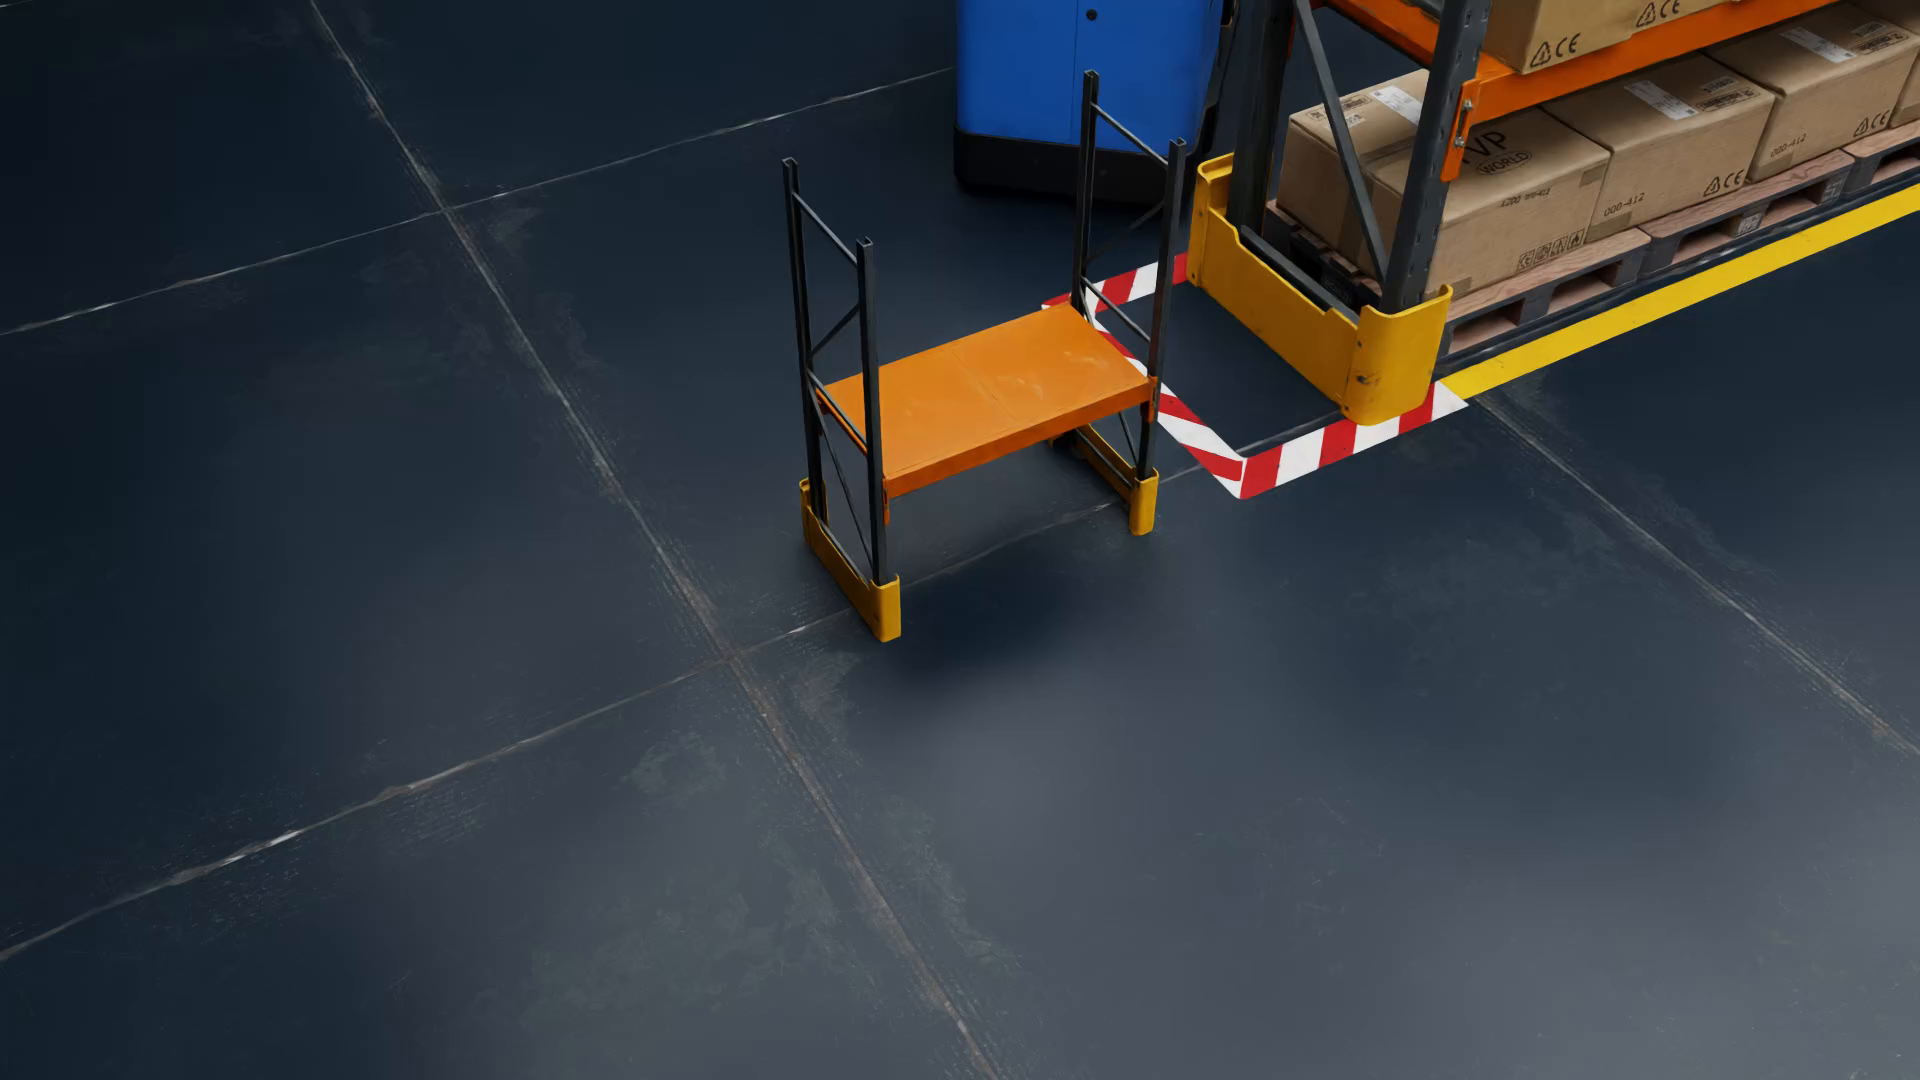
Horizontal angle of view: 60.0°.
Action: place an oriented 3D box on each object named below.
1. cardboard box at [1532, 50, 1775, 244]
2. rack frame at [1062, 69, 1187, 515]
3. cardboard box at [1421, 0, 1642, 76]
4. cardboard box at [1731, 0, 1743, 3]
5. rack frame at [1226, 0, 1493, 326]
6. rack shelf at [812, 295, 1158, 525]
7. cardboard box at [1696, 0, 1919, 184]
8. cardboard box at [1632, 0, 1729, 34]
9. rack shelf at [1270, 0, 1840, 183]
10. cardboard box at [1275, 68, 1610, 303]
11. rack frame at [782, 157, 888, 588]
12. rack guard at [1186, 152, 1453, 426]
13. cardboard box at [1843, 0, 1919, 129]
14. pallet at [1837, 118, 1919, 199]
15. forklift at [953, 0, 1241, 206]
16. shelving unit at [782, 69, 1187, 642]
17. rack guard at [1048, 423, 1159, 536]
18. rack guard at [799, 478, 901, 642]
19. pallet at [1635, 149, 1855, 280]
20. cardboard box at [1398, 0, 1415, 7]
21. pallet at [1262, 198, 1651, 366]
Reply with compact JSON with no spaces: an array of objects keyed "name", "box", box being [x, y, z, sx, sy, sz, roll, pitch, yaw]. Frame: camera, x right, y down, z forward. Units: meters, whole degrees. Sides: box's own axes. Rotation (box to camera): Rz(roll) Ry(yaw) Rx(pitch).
[{"name":"cardboard box","box":[2.682,-1.747,6.934,0.875,0.438,0.875,-21,48,-20]},{"name":"rack frame","box":[0.515,-0.744,5.440,0.032,1.500,0.500,-22,48,-21]},{"name":"cardboard box","box":[1.929,-1.933,5.516,0.500,0.500,0.500,-22,48,-21]},{"name":"cardboard box","box":[2.804,-2.290,5.884,0.500,0.500,0.500,-22,48,-21]},{"name":"rack frame","box":[1.370,-1.903,5.558,0.127,3.000,1.000,-22,48,-21]},{"name":"rack shelf","box":[0.074,-0.439,5.383,1.000,0.185,0.538,-22,48,-21]},{"name":"cardboard box","box":[3.464,-2.059,7.255,0.875,0.438,0.875,-23,49,-22]},{"name":"cardboard box","box":[2.354,-2.125,5.714,0.500,0.500,0.500,-22,48,-21]},{"name":"rack shelf","box":[3.104,-2.339,6.523,4.000,0.370,1.077,-22,48,-21]},{"name":"cardboard box","box":[1.892,-1.424,6.602,0.875,0.438,0.875,-23,49,-22]},{"name":"rack frame","box":[-0.367,-0.391,5.076,0.032,1.500,0.500,-22,48,-21]},{"name":"rack guard","box":[1.349,-0.998,6.420,0.348,0.500,1.175,-22,48,-21]},{"name":"cardboard box","box":[4.240,-2.369,7.576,0.875,0.438,0.875,-22,48,-21]},{"name":"pallet","box":[4.140,-2.074,7.736,1.213,0.211,1.003,-22,48,-21]},{"name":"forklift","box":[0.796,-3.519,7.271,1.130,2.935,3.031,9,45,9]},{"name":"shelving unit","box":[0.066,-0.565,5.255,1.083,1.500,0.587,-22,48,-21]},{"name":"rack guard","box":[0.498,-0.289,5.868,0.087,0.250,0.587,-22,48,-21]},{"name":"rack guard","box":[-0.366,0.057,5.512,0.087,0.250,0.587,-22,48,-21]},{"name":"pallet","box":[3.081,-1.648,7.297,1.213,0.211,1.003,-22,48,-21]},{"name":"cardboard box","box":[1.656,-2.267,5.860,0.500,0.500,0.500,-22,48,-21]},{"name":"pallet","box":[2.024,-1.227,6.863,1.213,0.211,1.003,-22,48,-21]}]
